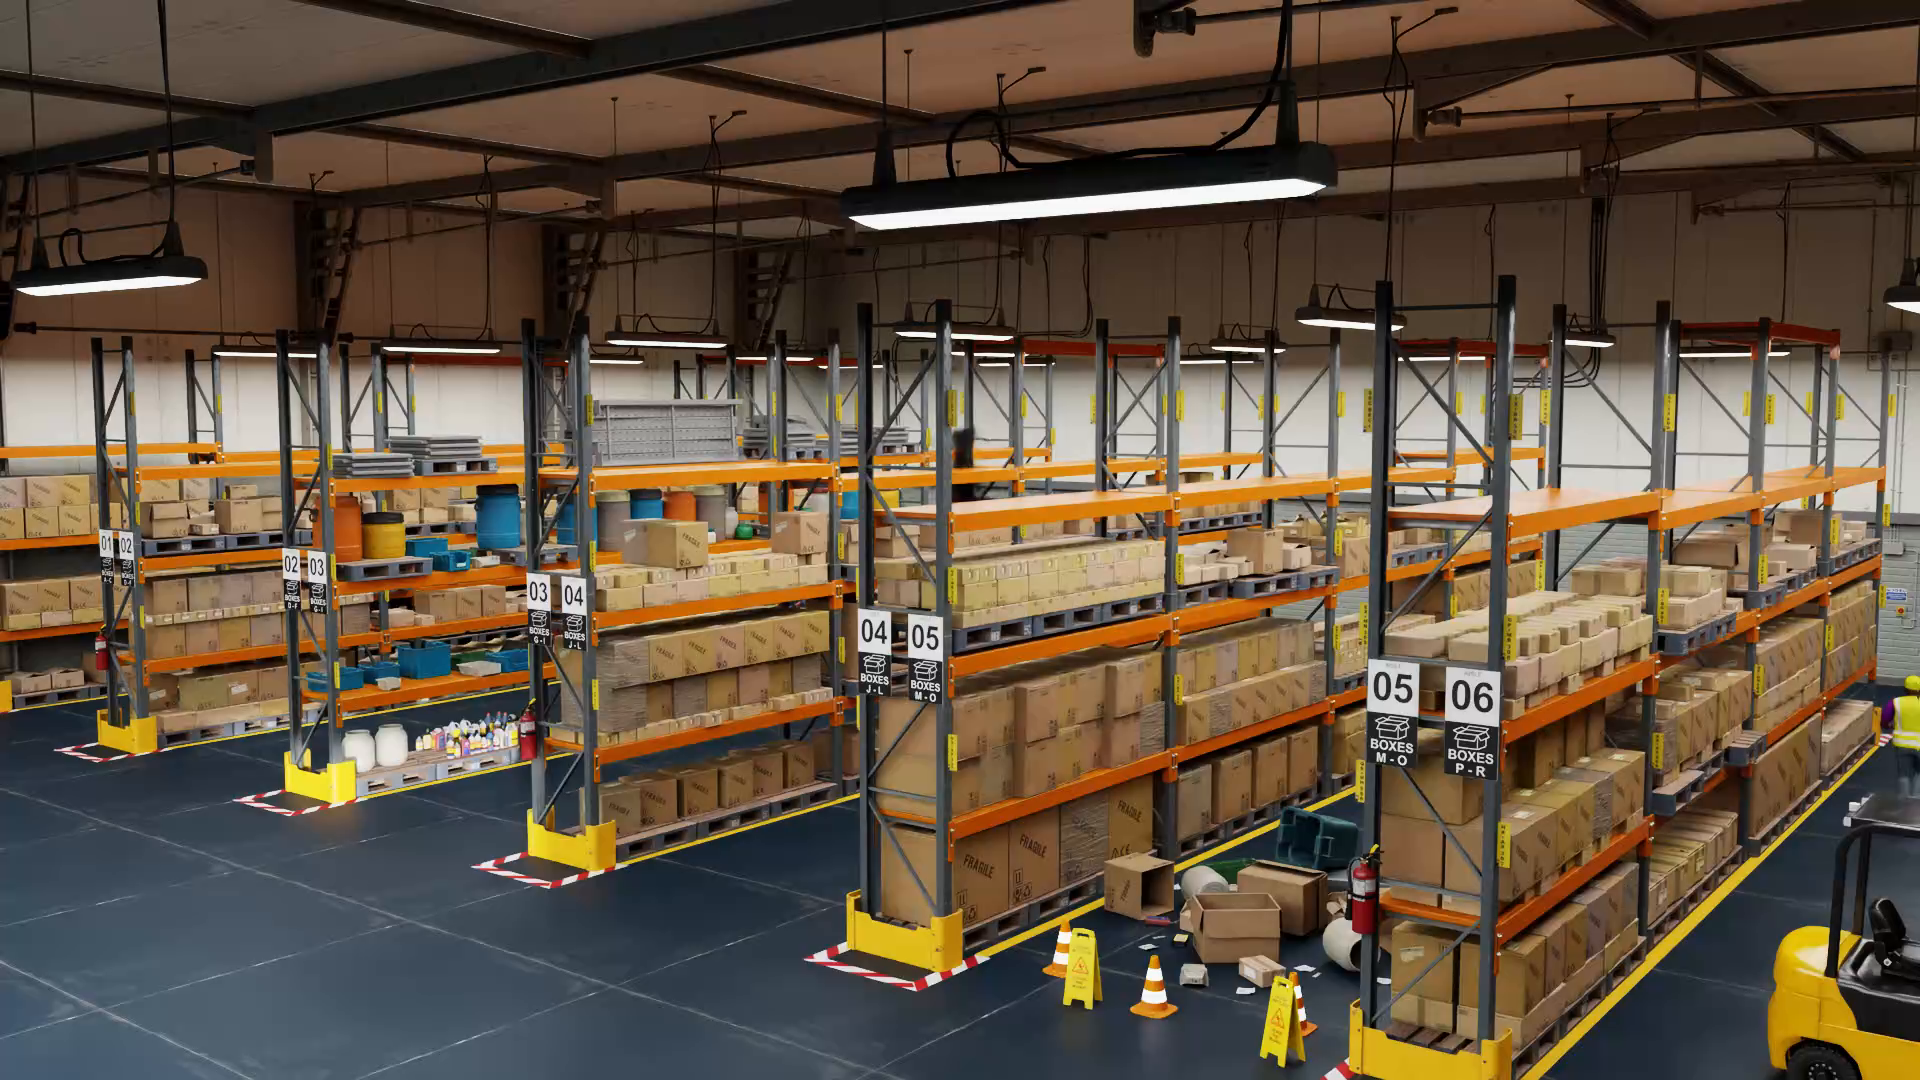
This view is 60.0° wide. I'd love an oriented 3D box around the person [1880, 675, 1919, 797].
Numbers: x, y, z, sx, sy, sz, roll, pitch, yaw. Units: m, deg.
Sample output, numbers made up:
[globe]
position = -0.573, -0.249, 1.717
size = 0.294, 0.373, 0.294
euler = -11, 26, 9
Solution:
[person]
position = 11.691, 2.527, 20.395
size = 0.733, 1.732, 0.721
euler = 3, 6, 30
